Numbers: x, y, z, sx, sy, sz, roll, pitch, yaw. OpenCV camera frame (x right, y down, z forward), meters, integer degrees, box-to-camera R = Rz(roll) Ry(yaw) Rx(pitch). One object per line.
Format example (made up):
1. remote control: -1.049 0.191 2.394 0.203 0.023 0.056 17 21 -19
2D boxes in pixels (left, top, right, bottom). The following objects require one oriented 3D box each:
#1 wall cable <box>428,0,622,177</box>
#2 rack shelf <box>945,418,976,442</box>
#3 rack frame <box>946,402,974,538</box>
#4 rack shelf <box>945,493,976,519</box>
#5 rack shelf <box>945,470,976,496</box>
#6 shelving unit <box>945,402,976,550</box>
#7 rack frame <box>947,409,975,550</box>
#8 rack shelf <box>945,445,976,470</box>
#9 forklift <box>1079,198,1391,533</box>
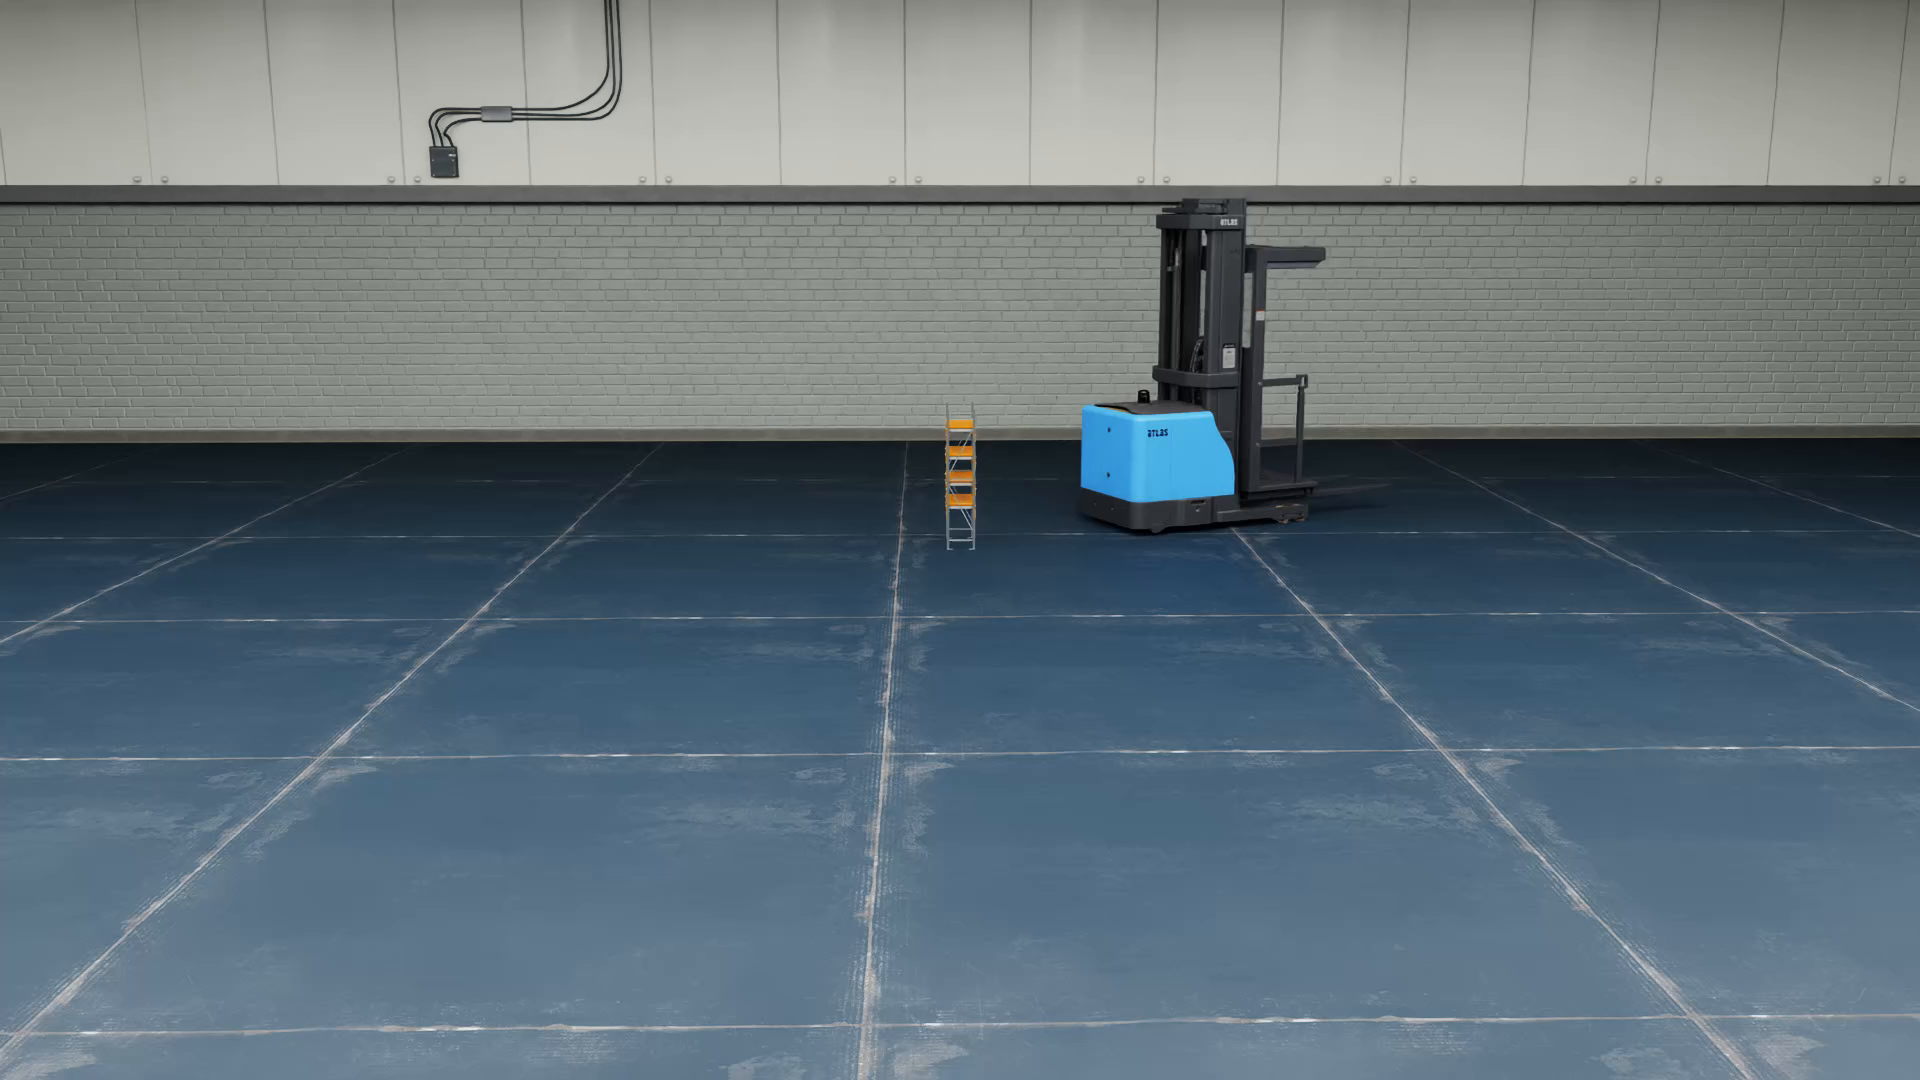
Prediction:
1. wall cable: -5.153 -7.284 19.276 2.305 6.003 0.169 0 11 -1
2. rack shelf: 0.003 -0.940 14.200 0.258 0.148 0.480 0 11 -1
3. rack frame: -0.002 -0.604 14.517 0.240 1.200 0.015 0 11 -1
4. rack shelf: 0.003 -0.295 14.330 0.258 0.148 0.480 0 11 -1
5. rack shelf: 0.003 -0.489 14.291 0.258 0.148 0.480 0 11 -1
6. shelving unit: 0.003 -0.555 14.278 0.258 1.200 0.503 0 11 -1
7. rack frame: 0.008 -0.507 14.039 0.240 1.200 0.015 0 11 -1
8. rack shelf: 0.003 -0.708 14.247 0.258 0.148 0.480 0 11 -1
9. forklift: 2.662 -1.676 15.449 3.031 2.935 1.130 -6 13 -26
